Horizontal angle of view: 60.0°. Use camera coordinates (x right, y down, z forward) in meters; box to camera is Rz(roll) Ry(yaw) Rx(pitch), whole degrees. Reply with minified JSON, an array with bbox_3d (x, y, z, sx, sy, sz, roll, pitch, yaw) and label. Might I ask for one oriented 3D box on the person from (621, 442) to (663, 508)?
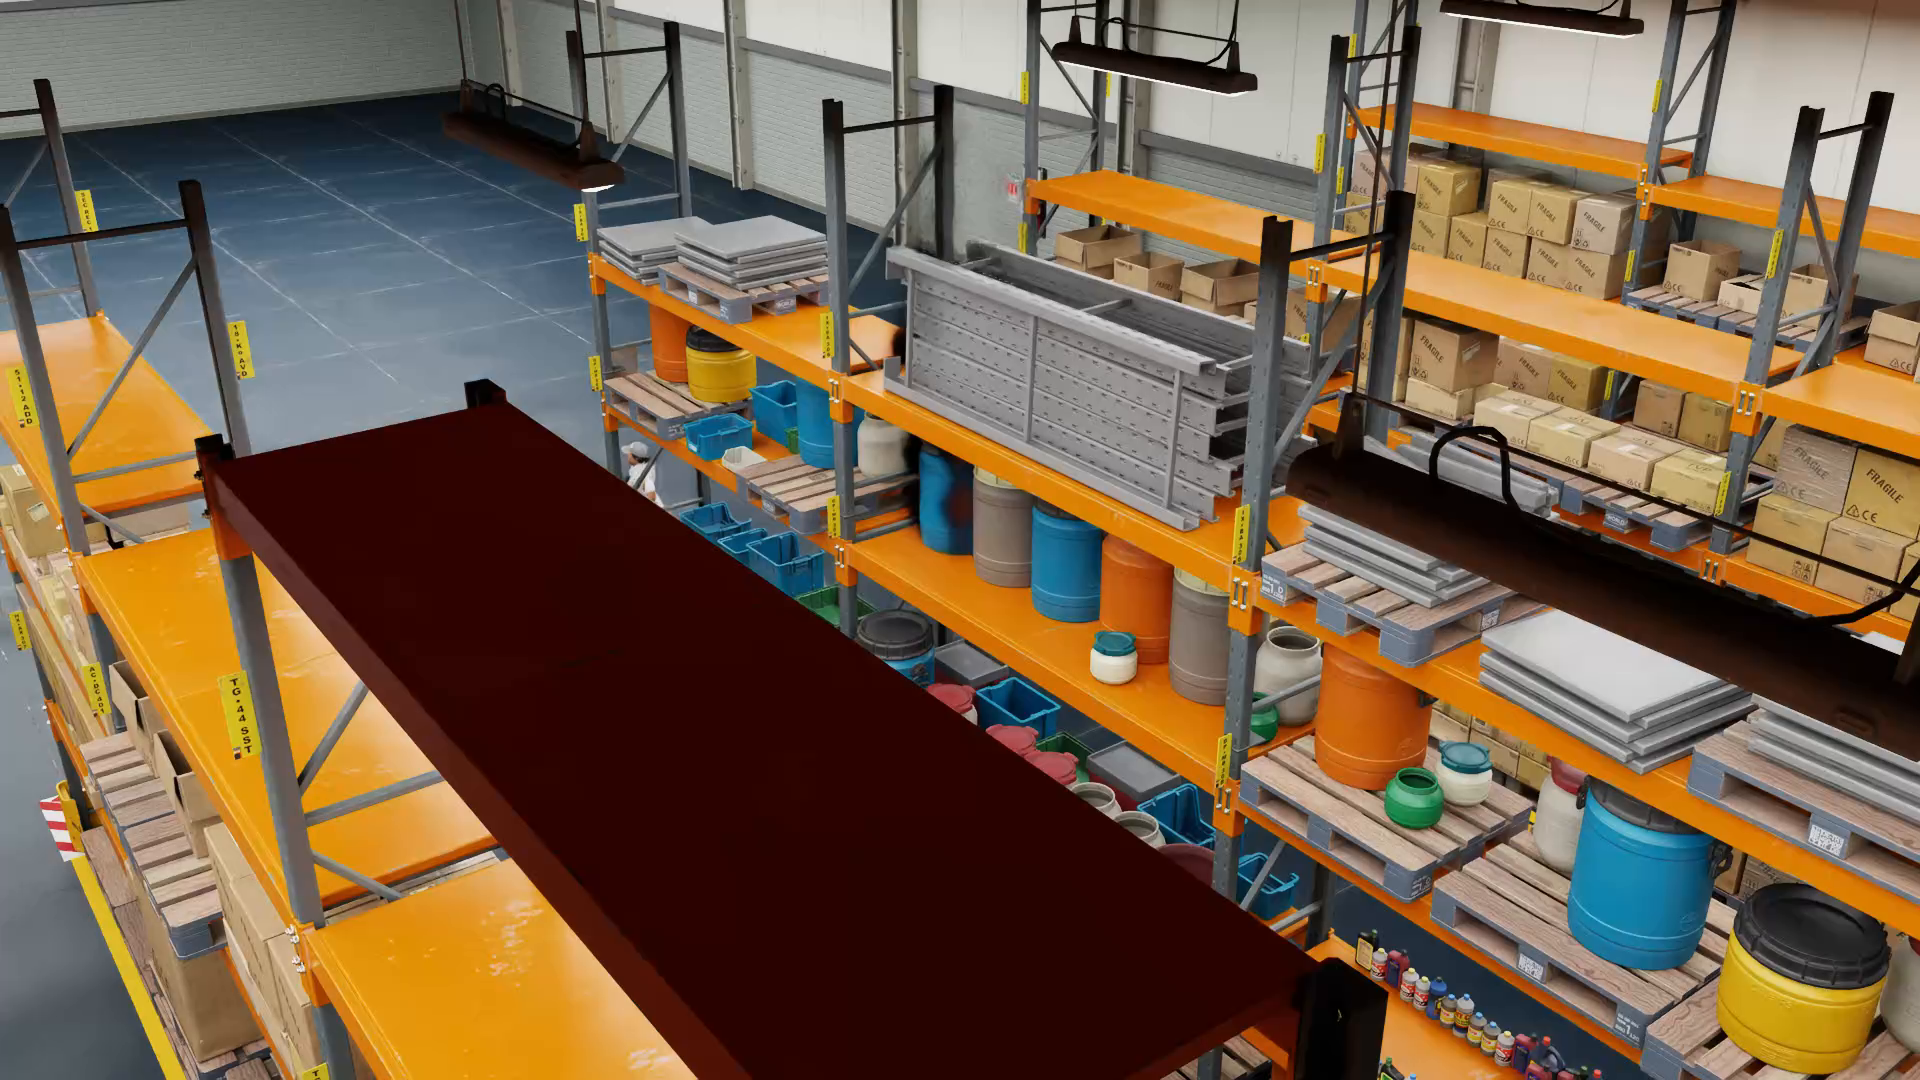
[{"bbox_3d":[-3.309,-0.221,17.497,0.769,1.714,0.606,3,25,7],"label":"person"}]
